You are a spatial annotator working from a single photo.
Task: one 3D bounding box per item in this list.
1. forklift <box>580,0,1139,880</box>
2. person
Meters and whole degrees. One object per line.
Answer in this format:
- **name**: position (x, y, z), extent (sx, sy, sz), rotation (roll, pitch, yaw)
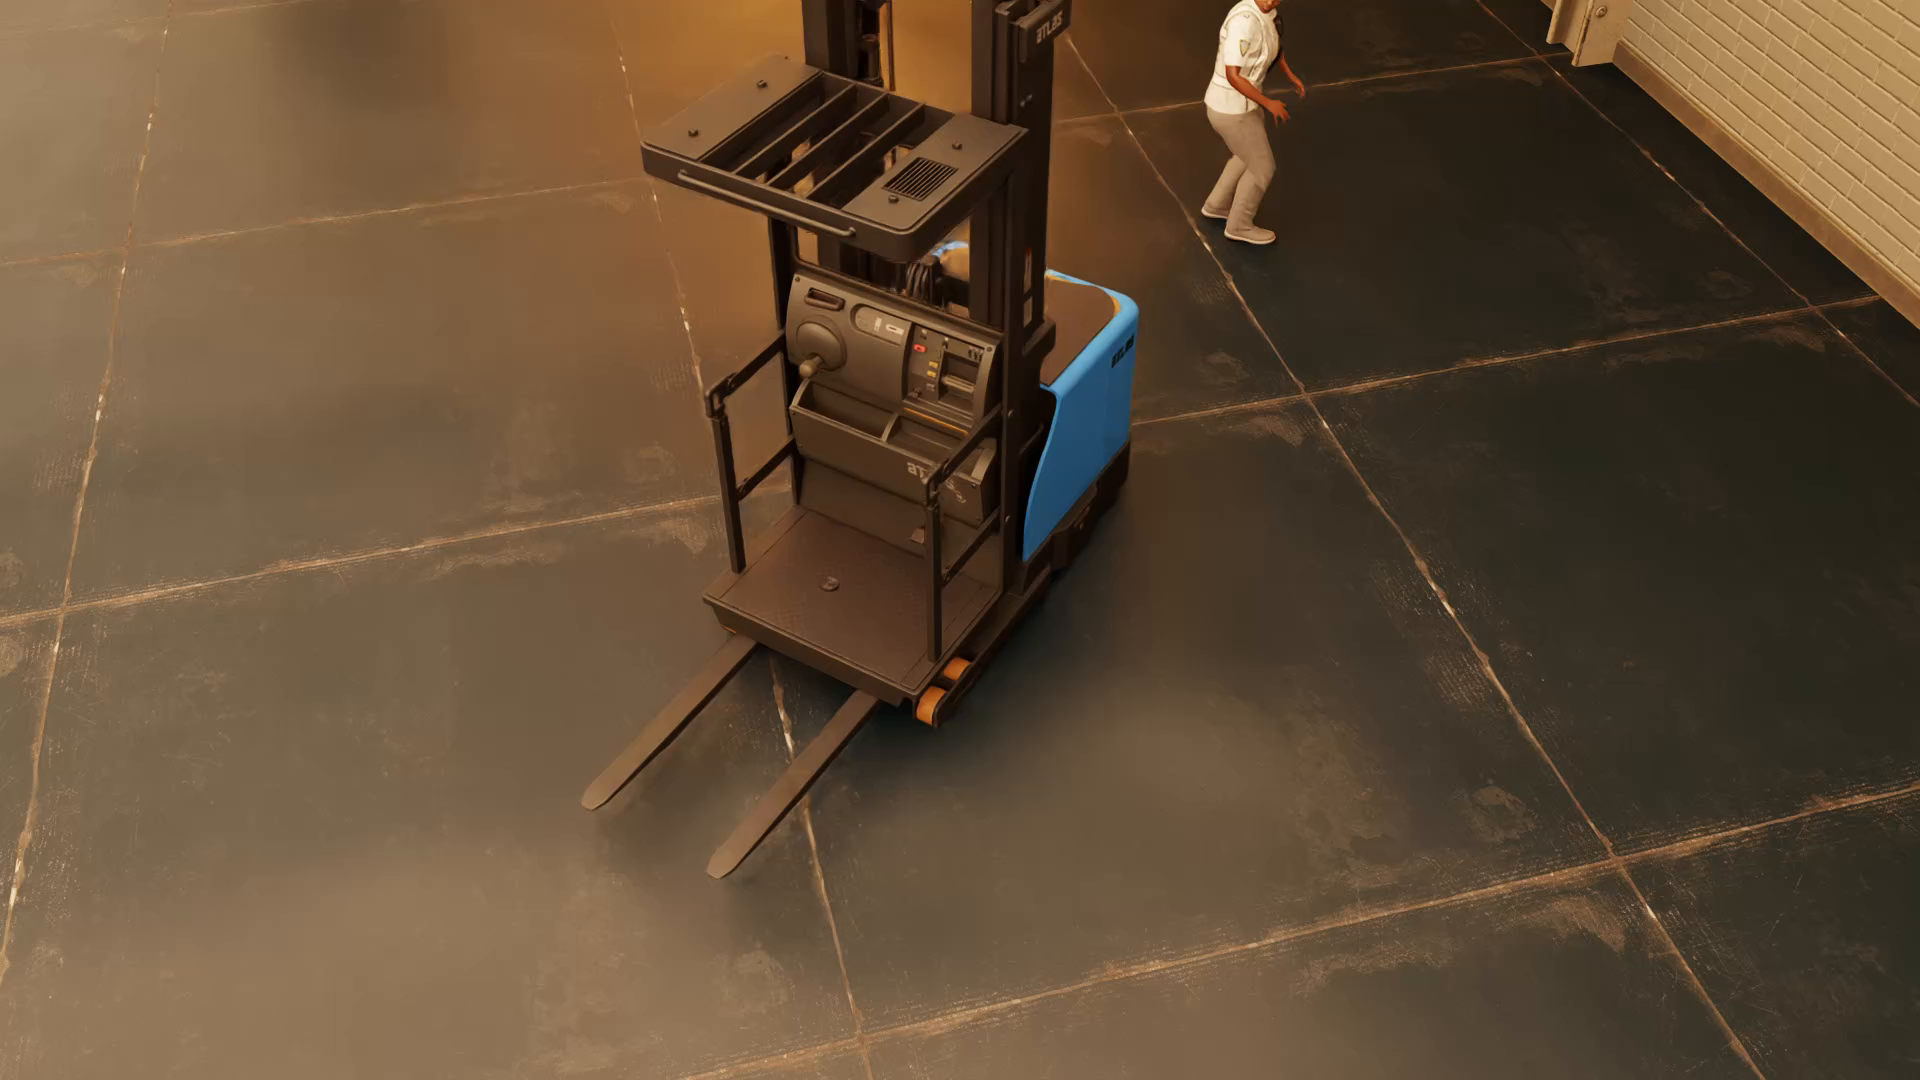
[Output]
- **forklift**: position (-0.387, -0.658, 6.342), extent (1.130, 2.935, 3.031), rotation (23, 48, 22)
- **person**: position (1.617, -2.411, 9.174), extent (0.519, 1.625, 0.685), rotation (11, 45, 12)
